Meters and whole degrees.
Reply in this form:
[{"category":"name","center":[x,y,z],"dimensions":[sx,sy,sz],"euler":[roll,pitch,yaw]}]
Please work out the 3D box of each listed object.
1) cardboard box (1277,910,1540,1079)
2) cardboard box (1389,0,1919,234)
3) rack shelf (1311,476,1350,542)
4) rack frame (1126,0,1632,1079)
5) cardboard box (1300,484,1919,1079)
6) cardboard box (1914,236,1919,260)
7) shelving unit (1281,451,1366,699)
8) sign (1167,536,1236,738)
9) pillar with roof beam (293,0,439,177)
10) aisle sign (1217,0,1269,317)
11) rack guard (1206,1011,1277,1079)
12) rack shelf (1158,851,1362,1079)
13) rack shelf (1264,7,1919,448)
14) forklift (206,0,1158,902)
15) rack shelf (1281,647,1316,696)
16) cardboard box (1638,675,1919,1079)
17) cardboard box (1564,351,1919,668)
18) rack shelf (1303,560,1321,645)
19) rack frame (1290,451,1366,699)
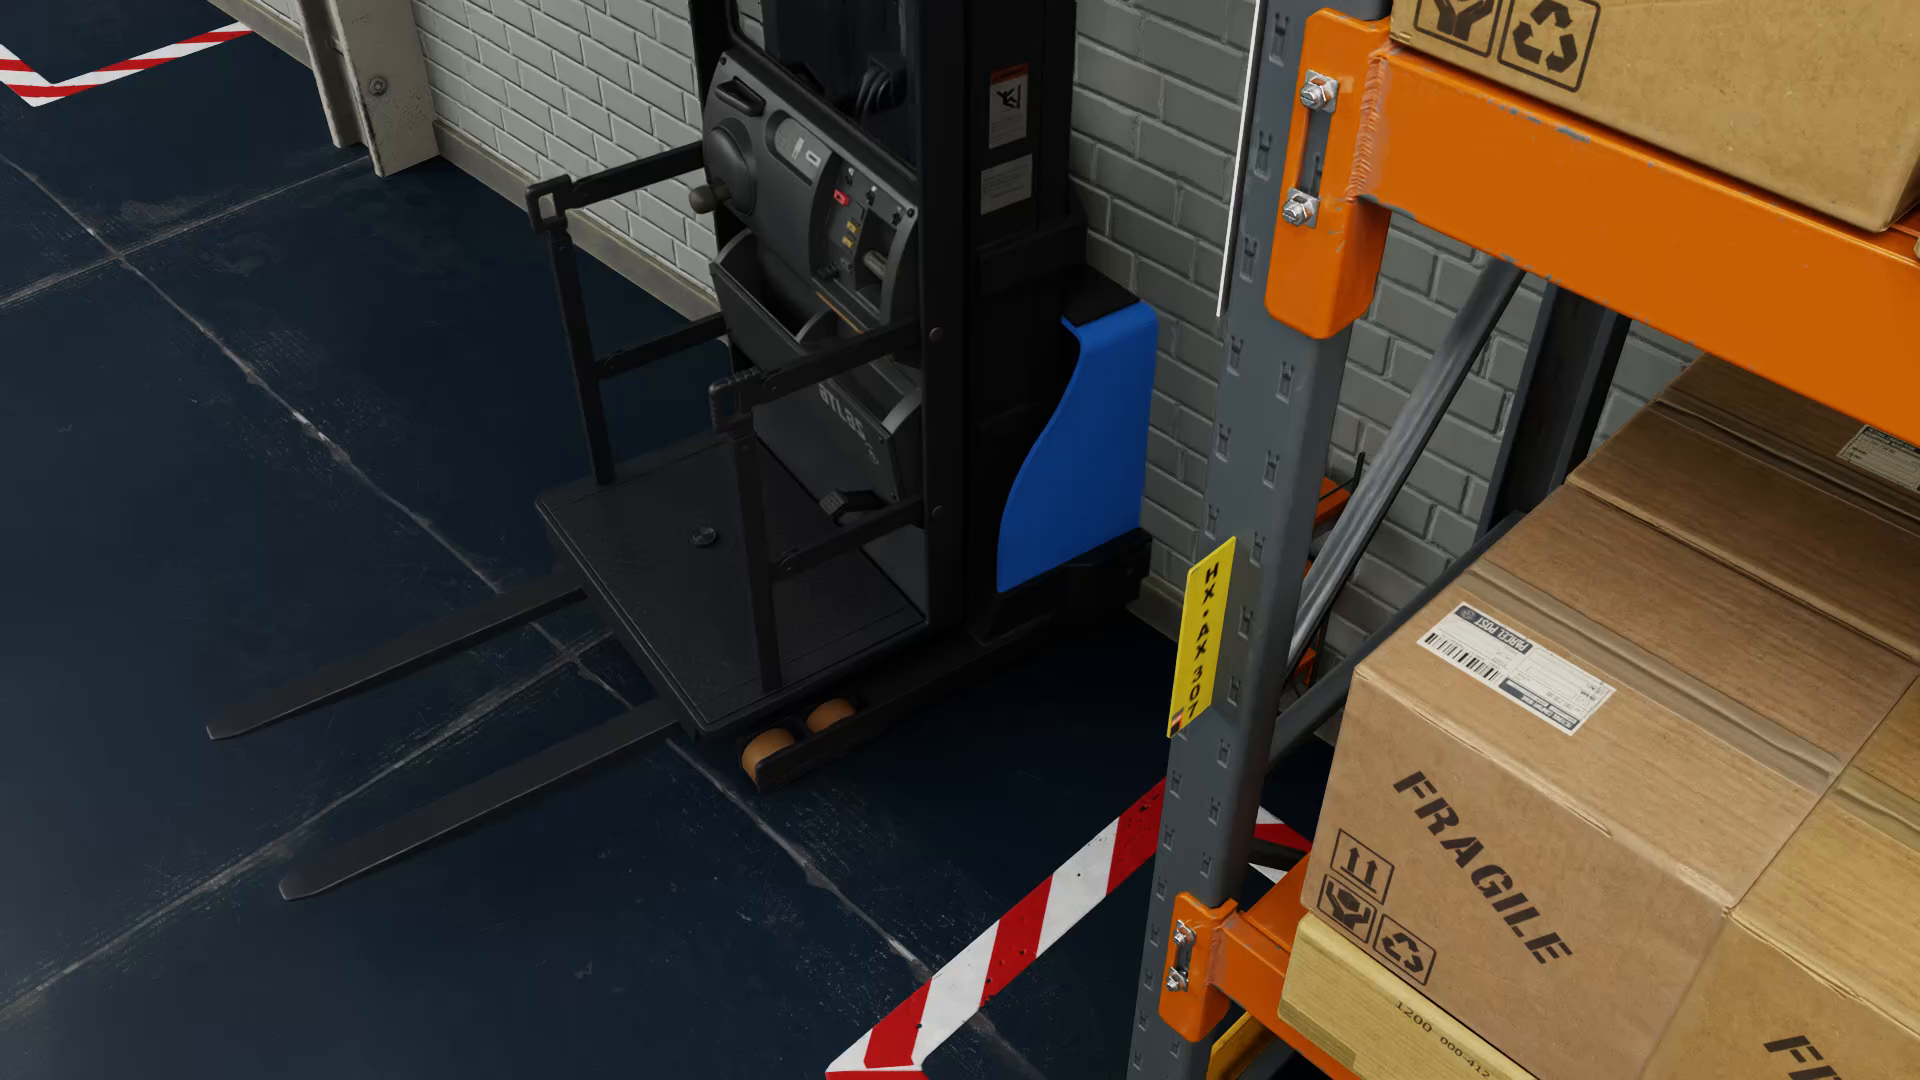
[{"category":"cardboard box","center":[0.832,0.628,2.456],"dimensions":[0.500,0.250,0.500],"euler":[33,52,30]},{"category":"cardboard box","center":[0.771,-0.671,1.468],"dimensions":[0.500,0.500,0.500],"euler":[-33,52,-30]},{"category":"rack shelf","center":[0.801,-0.045,4.122],"dimensions":[0.215,0.259,0.240],"euler":[-29,50,-28]},{"category":"rack frame","center":[0.712,0.194,2.830],"dimensions":[1.000,3.000,0.127],"euler":[-34,53,-31]},{"category":"cardboard box","center":[0.836,0.340,2.216],"dimensions":[0.500,0.500,0.500],"euler":[-34,53,-31]},{"category":"cardboard box","center":[1.125,-0.396,1.170],"dimensions":[0.500,0.500,0.500],"euler":[-31,51,-29]},{"category":"shelving unit","center":[0.800,0.155,4.308],"dimensions":[0.215,1.050,0.252],"euler":[-29,50,-28]},{"category":"sign","center":[0.328,0.136,2.255],"dimensions":[0.100,0.325,0.005],"euler":[-34,53,-31]},{"category":"pillar with roof beam","center":[-5.467,-2.908,1.766],"dimensions":[9.100,9.000,0.400],"euler":[-34,53,-31]},{"category":"aisle sign","center":[0.449,-0.652,1.830],"dimensions":[0.394,0.787,0.004],"euler":[-34,53,-31]},{"category":"rack guard","center":[0.766,1.148,3.639],"dimensions":[1.175,0.500,0.348],"euler":[-34,53,-31]},{"category":"rack shelf","center":[2.124,1.419,2.034],"dimensions":[1.077,0.370,4.000],"euler":[-34,53,-31]},{"category":"rack shelf","center":[2.124,0.317,1.016],"dimensions":[1.077,0.370,4.000],"euler":[-34,53,-31]},{"category":"forklift","center":[-0.552,-0.811,3.968],"dimensions":[3.031,2.935,1.130],"euler":[-25,48,-24]},{"category":"rack shelf","center":[0.800,0.366,4.505],"dimensions":[0.215,0.259,0.240],"euler":[-29,50,-28]},{"category":"cardboard box","center":[1.178,0.582,1.953],"dimensions":[0.500,0.500,0.500],"euler":[-34,52,-31]},{"category":"cardboard box","center":[1.195,0.091,2.485],"dimensions":[0.500,0.500,0.500],"euler":[34,52,31]},{"category":"rack shelf","center":[0.800,0.162,4.315],"dimensions":[0.215,0.259,0.240],"euler":[-29,50,-28]},{"category":"rack frame","center":[0.878,0.219,4.239],"dimensions":[0.200,1.050,0.008],"euler":[-29,50,-28]}]
